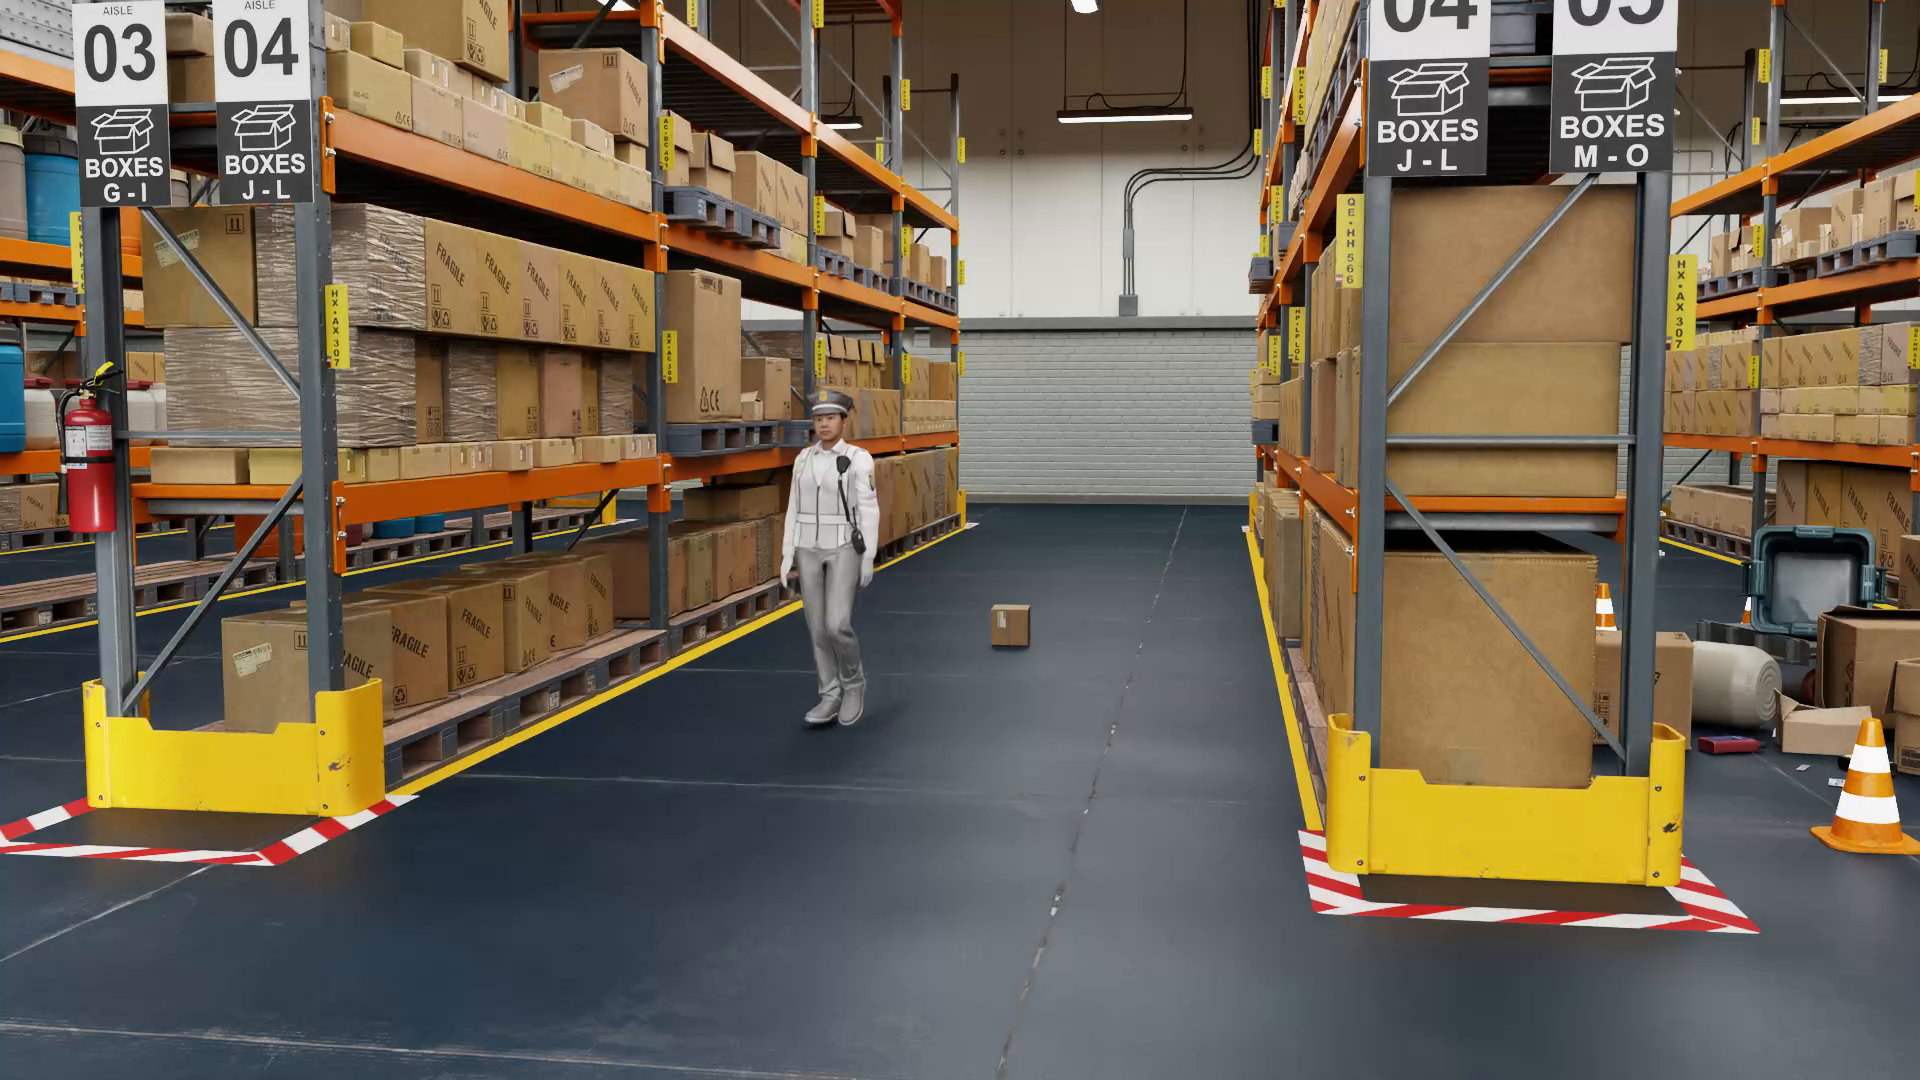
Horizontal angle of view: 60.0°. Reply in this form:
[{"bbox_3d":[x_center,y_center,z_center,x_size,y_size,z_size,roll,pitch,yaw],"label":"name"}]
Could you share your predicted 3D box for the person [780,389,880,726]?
[{"bbox_3d":[-0.675,0.091,8.391,0.484,1.700,0.436,2,5,22],"label":"person"}]
